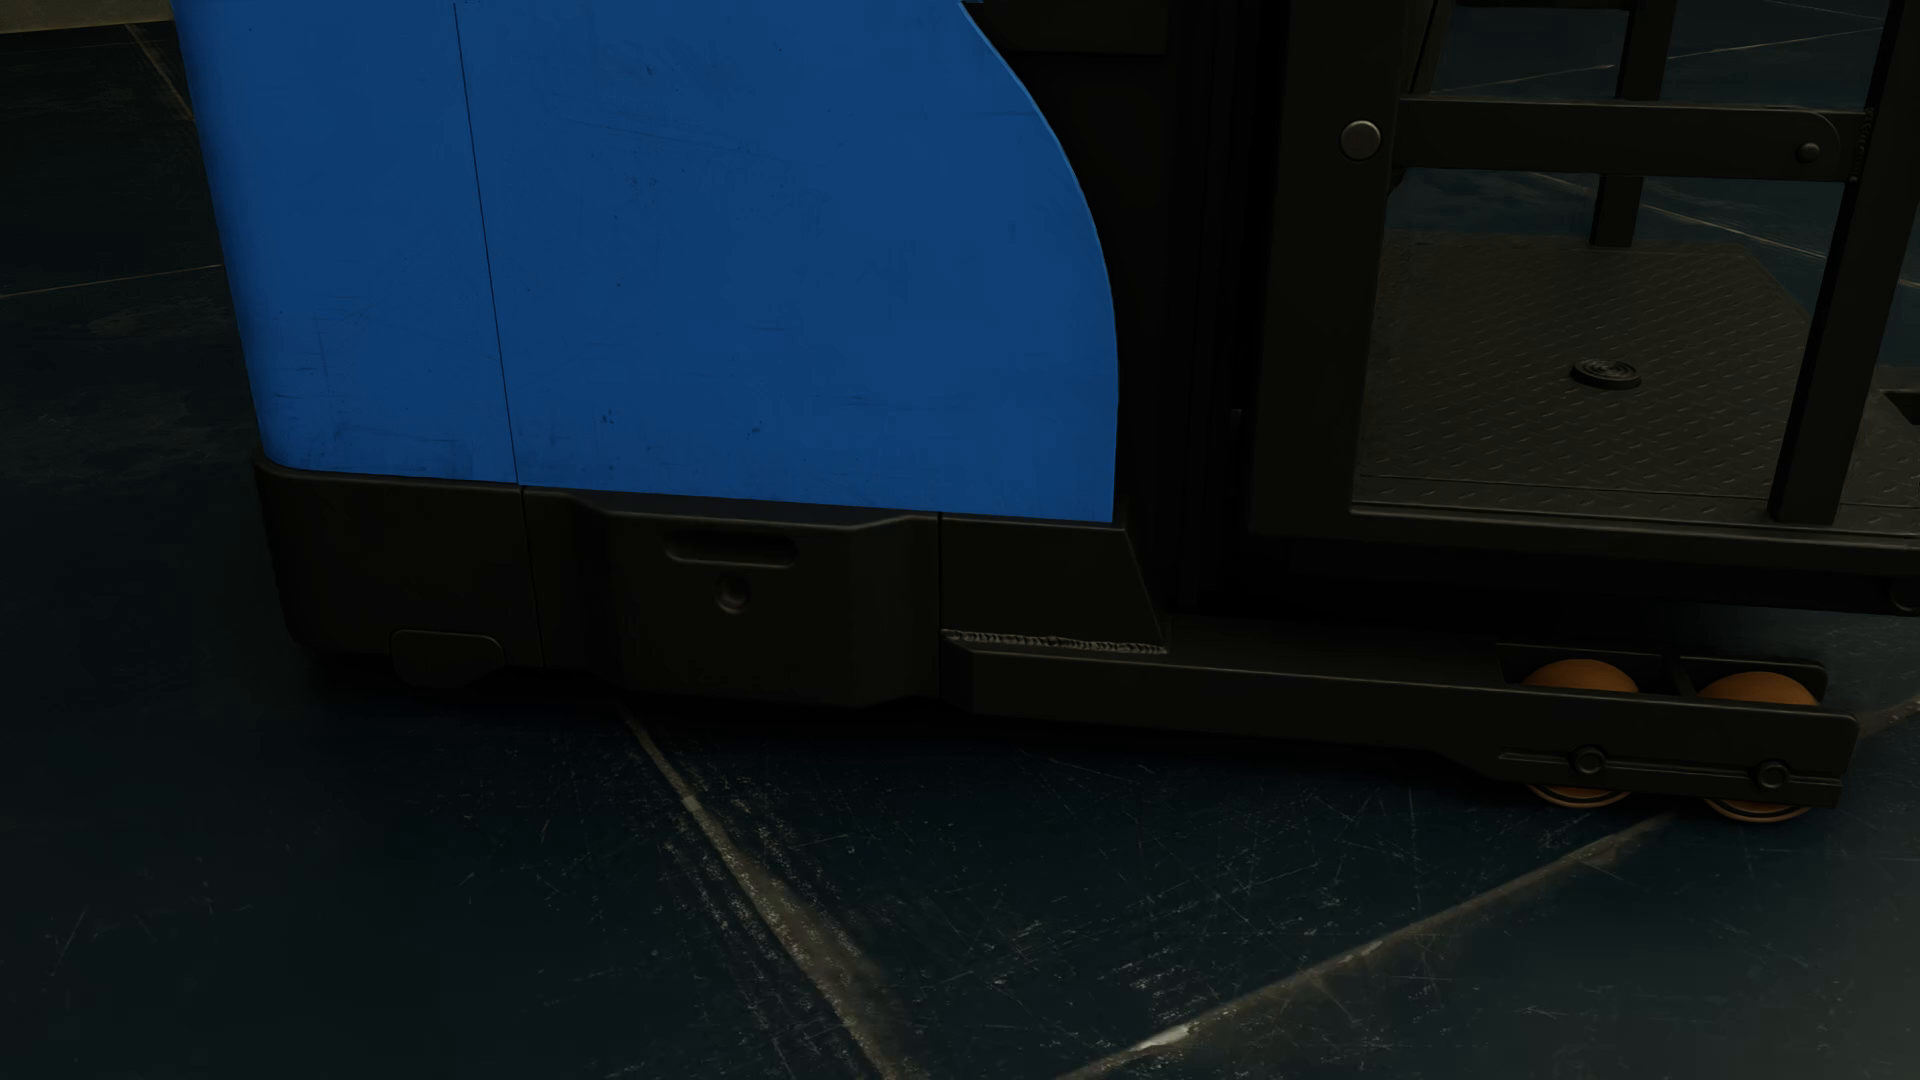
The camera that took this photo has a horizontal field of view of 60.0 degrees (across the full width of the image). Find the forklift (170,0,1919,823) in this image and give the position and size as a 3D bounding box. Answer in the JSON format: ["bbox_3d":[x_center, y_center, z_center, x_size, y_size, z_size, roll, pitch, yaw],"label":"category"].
[{"bbox_3d":[0.692,-1.247,1.718,3.031,2.935,1.130,4,27,7],"label":"forklift"}]
